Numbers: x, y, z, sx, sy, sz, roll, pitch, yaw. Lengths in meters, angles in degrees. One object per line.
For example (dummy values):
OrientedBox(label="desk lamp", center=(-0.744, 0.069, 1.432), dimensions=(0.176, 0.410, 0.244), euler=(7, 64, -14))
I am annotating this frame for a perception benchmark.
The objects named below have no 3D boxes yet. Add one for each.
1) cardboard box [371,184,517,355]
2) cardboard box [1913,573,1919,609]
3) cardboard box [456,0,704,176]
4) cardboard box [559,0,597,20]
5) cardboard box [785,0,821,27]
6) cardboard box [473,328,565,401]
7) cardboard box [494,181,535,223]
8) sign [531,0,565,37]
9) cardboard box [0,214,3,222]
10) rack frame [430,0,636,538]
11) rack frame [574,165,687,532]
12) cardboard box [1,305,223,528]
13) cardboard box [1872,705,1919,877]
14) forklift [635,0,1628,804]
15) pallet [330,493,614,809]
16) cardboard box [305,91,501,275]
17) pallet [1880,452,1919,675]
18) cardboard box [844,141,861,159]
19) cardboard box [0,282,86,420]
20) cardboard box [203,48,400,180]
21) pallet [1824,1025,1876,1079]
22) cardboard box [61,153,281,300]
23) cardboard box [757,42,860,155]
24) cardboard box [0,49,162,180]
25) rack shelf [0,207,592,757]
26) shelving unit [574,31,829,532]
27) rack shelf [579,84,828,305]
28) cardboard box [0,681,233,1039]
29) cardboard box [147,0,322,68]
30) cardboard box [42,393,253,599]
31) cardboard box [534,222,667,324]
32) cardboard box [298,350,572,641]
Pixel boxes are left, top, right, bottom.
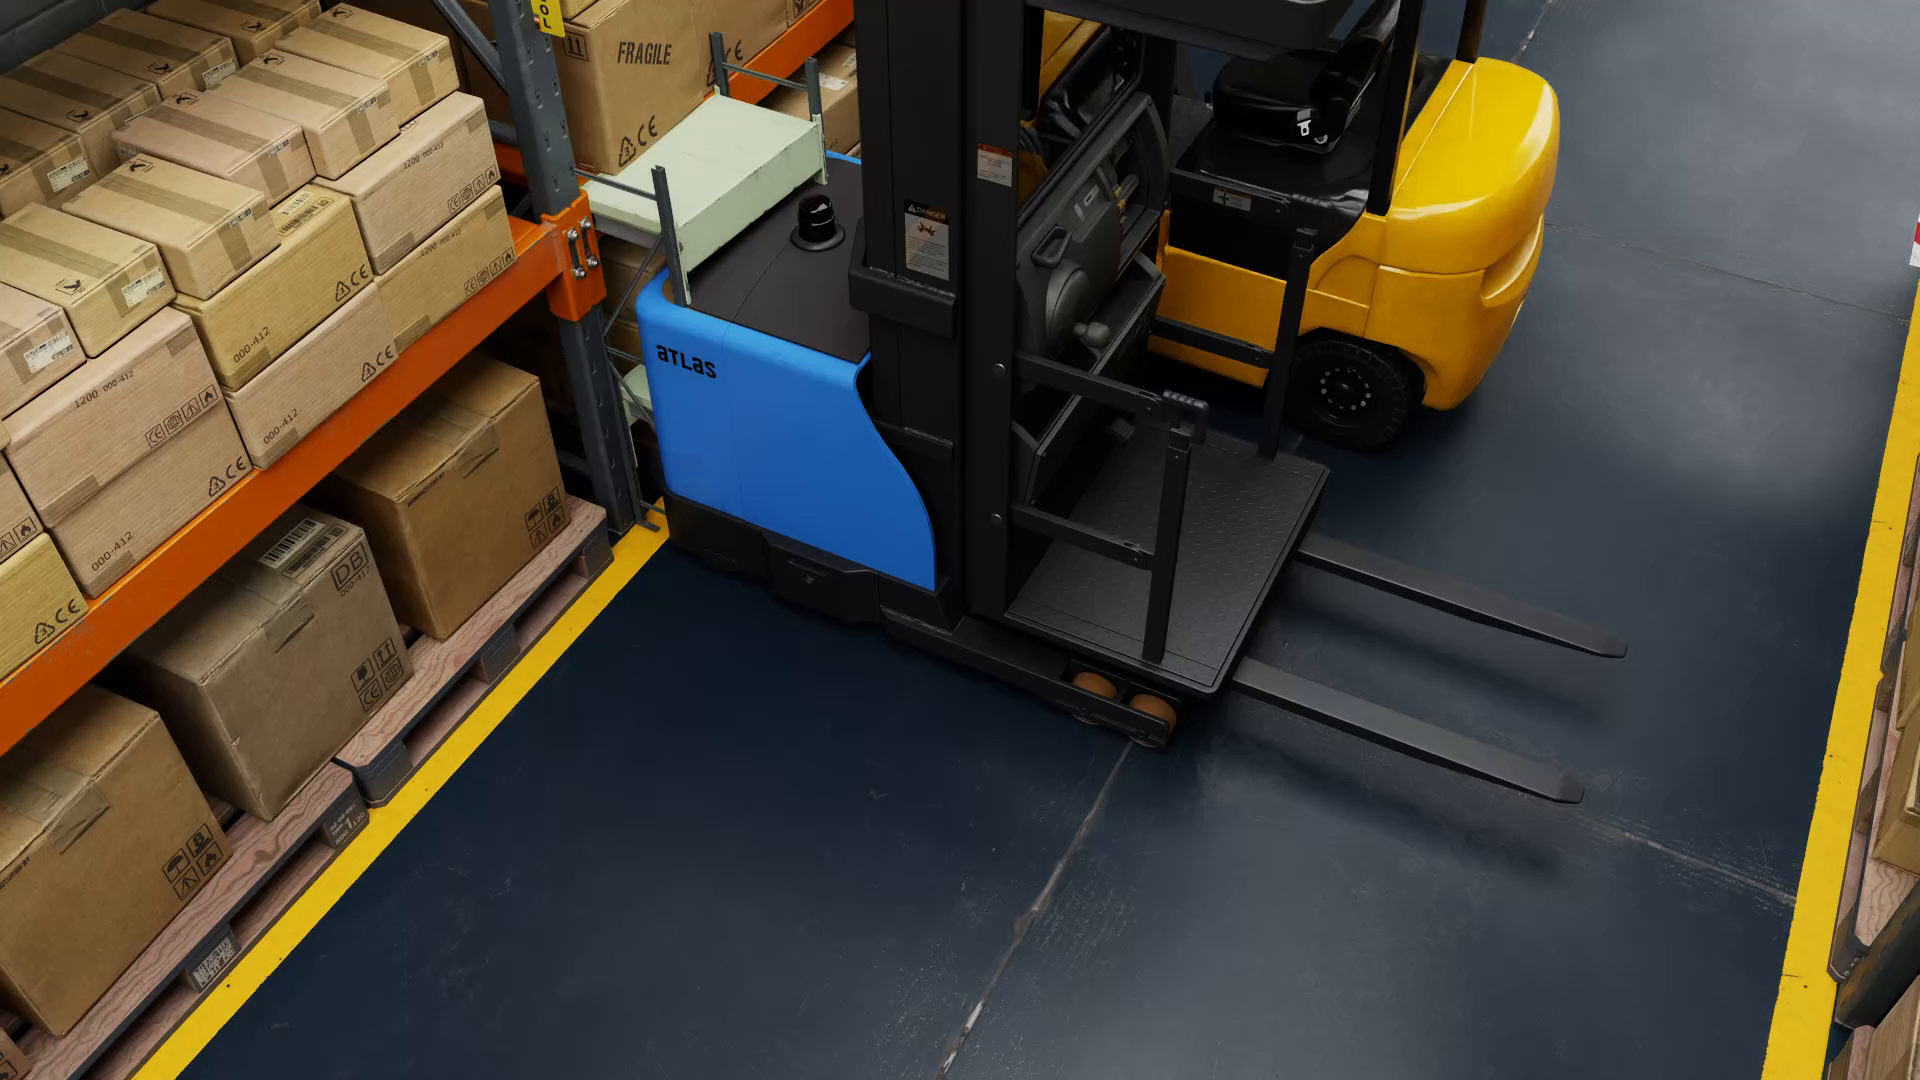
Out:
OrientedBox(label="cardboard box", center=(-1.586, -0.809, 4.546), dimensions=(0.500, 0.250, 0.500), euler=(22, 49, 20))
OrientedBox(label="cardboard box", center=(3.330, 0.071, 5.209), dimensions=(0.500, 0.250, 0.500), euler=(21, 49, 20))
OrientedBox(label="cardboard box", center=(-1.146, -1.494, 5.047), dimensions=(0.500, 0.500, 0.500), euler=(19, 48, 18))
OrientedBox(label="cardboard box", center=(-1.203, -1.643, 4.738), dimensions=(0.380, 0.149, 0.250), euler=(20, 49, 18))
OrientedBox(label="cardboard box", center=(-0.685, -2.147, 5.693), dimensions=(0.500, 0.500, 0.500), euler=(20, 49, 19))
OrientedBox(label="cardboard box", center=(-1.537, -0.819, 6.089), dimensions=(0.500, 0.250, 0.500), euler=(21, 49, 19))
OrientedBox(label="cardboard box", center=(-1.526, -1.172, 5.734), dimensions=(0.500, 0.250, 0.500), euler=(21, 49, 20))
OrientedBox(label="sign", center=(-1.098, -1.472, 4.337), dimensions=(0.100, 0.325, 0.005), euler=(20, 49, 19))
OrientedBox(label="cardboard box", center=(-2.463, -0.753, 3.859), dimensions=(0.380, 0.149, 0.250), euler=(20, 49, 19))
OrientedBox(label="rack frame", center=(-1.584, -1.266, 4.892), dimensions=(1.000, 3.000, 0.127), euler=(20, 49, 19))
OrientedBox(label="rack frame", center=(-0.973, -0.546, 5.204), dimensions=(0.400, 1.500, 0.023), euler=(22, 48, 24))
OrientedBox(label="cardboard box", center=(-2.060, -0.348, 3.739), dimensions=(0.500, 0.250, 0.500), euler=(21, 49, 20))
OrientedBox(label="cardboard box", center=(2.851, 0.729, 4.559), dimensions=(0.500, 0.250, 0.500), euler=(23, 50, 21))
OrientedBox(label="forklift", center=(0.556, -0.829, 4.508), dimensions=(3.031, 2.935, 1.130), euler=(20, 49, 19))
OrientedBox(label="pallet", center=(-1.891, 0.192, 5.412), dimensions=(1.003, 0.211, 1.213), euler=(20, 49, 19))
OrientedBox(label="cardboard box", center=(-1.585, -0.995, 4.378), dimensions=(0.500, 0.250, 0.500), euler=(19, 48, 18))
OrientedBox(label="pallet", center=(3.660, 0.145, 5.458), dimensions=(1.003, 0.211, 1.213), euler=(20, 49, 19))
OrientedBox(label="cardboard box", center=(-0.610, -1.456, 6.367), dimensions=(0.500, 0.250, 0.500), euler=(20, 49, 19))
OrientedBox(label="cardboard box", center=(-2.112, -0.426, 3.535), dimensions=(0.380, 0.149, 0.250), euler=(21, 49, 19))
OrientedBox(label="cardboard box", center=(-1.649, -1.072, 4.174), dimensions=(0.380, 0.149, 0.250), euler=(20, 49, 18))
OrientedBox(label="pallet", center=(2.455, 1.842, 3.781), dimensions=(1.003, 0.211, 1.213), euler=(20, 49, 19))
OrientedBox(label="cardboard box", center=(-1.814, -0.725, 3.832), dimensions=(0.380, 0.149, 0.250), euler=(19, 48, 18))
OrientedBox(label="cardboard box", center=(-0.614, -1.635, 6.192), dimensions=(0.500, 0.250, 0.500), euler=(22, 49, 20))
OrientedBox(label="cardboard box", center=(-2.224, -1.069, 4.172), dimensions=(0.380, 0.149, 0.250), euler=(20, 49, 19))
OrientedBox(label="rack shelf", center=(-2.512, 0.247, 3.903), dimensions=(1.077, 0.370, 4.000), euler=(20, 49, 19))
OrientedBox(label="shelving unit", center=(-0.781, -0.762, 5.428), dimensions=(0.431, 1.500, 0.755), euler=(22, 48, 24))
OrientedBox(label="rack shelf", center=(-0.792, -1.048, 5.163), dimensions=(0.431, 0.370, 0.720), euler=(22, 48, 24))
OrientedBox(label="cardboard box", center=(-2.530, 0.714, 4.309), dimensions=(0.875, 0.625, 0.625), euler=(19, 48, 17))
OrientedBox(label="cardboard box", center=(-1.937, -1.378, 4.477), dimensions=(0.380, 0.149, 0.250), euler=(19, 48, 18))
OrientedBox(label="cardboard box", center=(-2.072, -0.188, 3.932), dimensions=(0.500, 0.250, 0.500), euler=(21, 49, 19))
OrientedBox(label="cardboard box", center=(-1.081, -0.999, 5.564), dimensions=(0.500, 0.250, 0.500), euler=(20, 49, 18))
OrientedBox(label="cardboard box", center=(-1.816, -0.246, 5.259), dimensions=(0.875, 0.625, 0.625), euler=(23, 50, 21))
